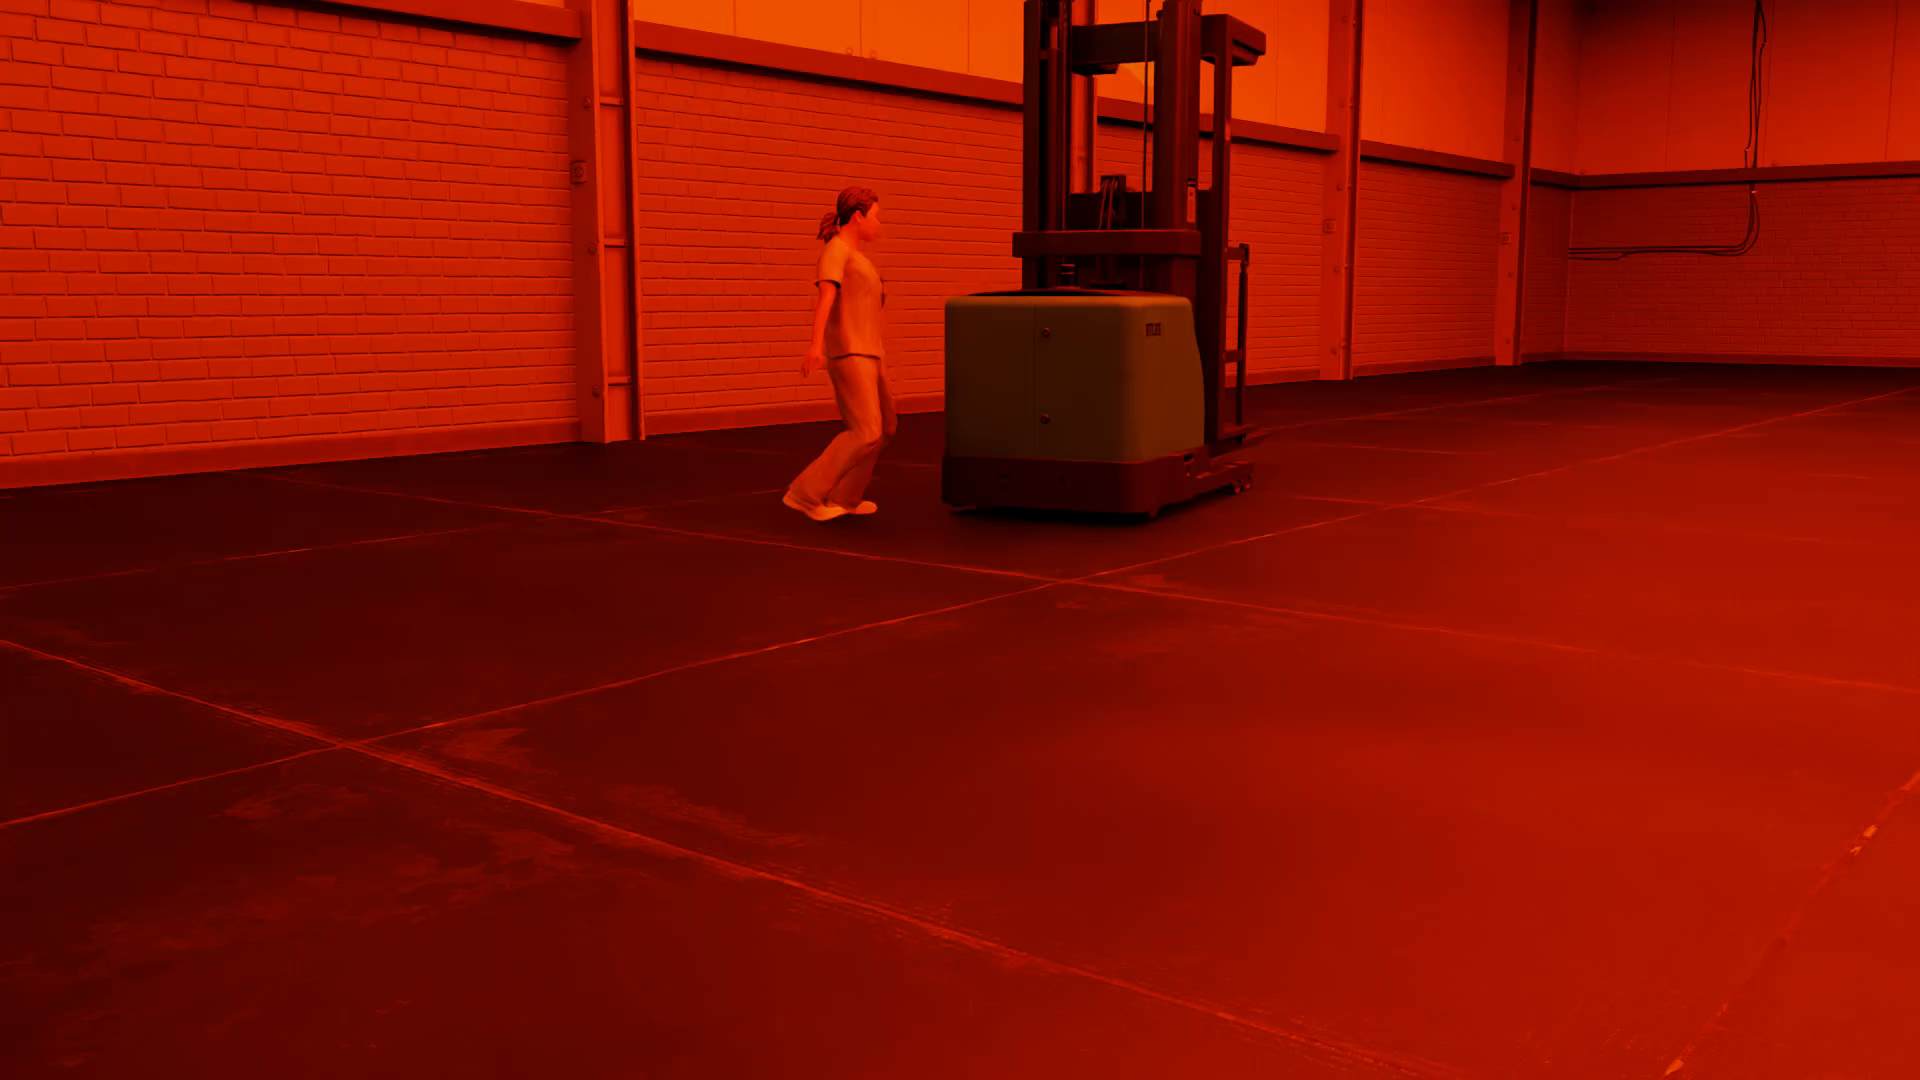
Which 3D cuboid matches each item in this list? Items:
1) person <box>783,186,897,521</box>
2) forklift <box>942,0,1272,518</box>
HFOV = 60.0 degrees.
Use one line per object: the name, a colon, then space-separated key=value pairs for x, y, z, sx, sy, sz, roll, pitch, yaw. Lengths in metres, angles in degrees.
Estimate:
person: x=-0.570 y=-0.873 z=7.904 sx=0.486 sy=1.597 sz=0.799 roll=2 pitch=9 yaw=12
forklift: x=1.002 y=-1.727 z=9.084 sx=1.130 sy=2.935 sz=3.031 roll=4 pitch=9 yaw=25
